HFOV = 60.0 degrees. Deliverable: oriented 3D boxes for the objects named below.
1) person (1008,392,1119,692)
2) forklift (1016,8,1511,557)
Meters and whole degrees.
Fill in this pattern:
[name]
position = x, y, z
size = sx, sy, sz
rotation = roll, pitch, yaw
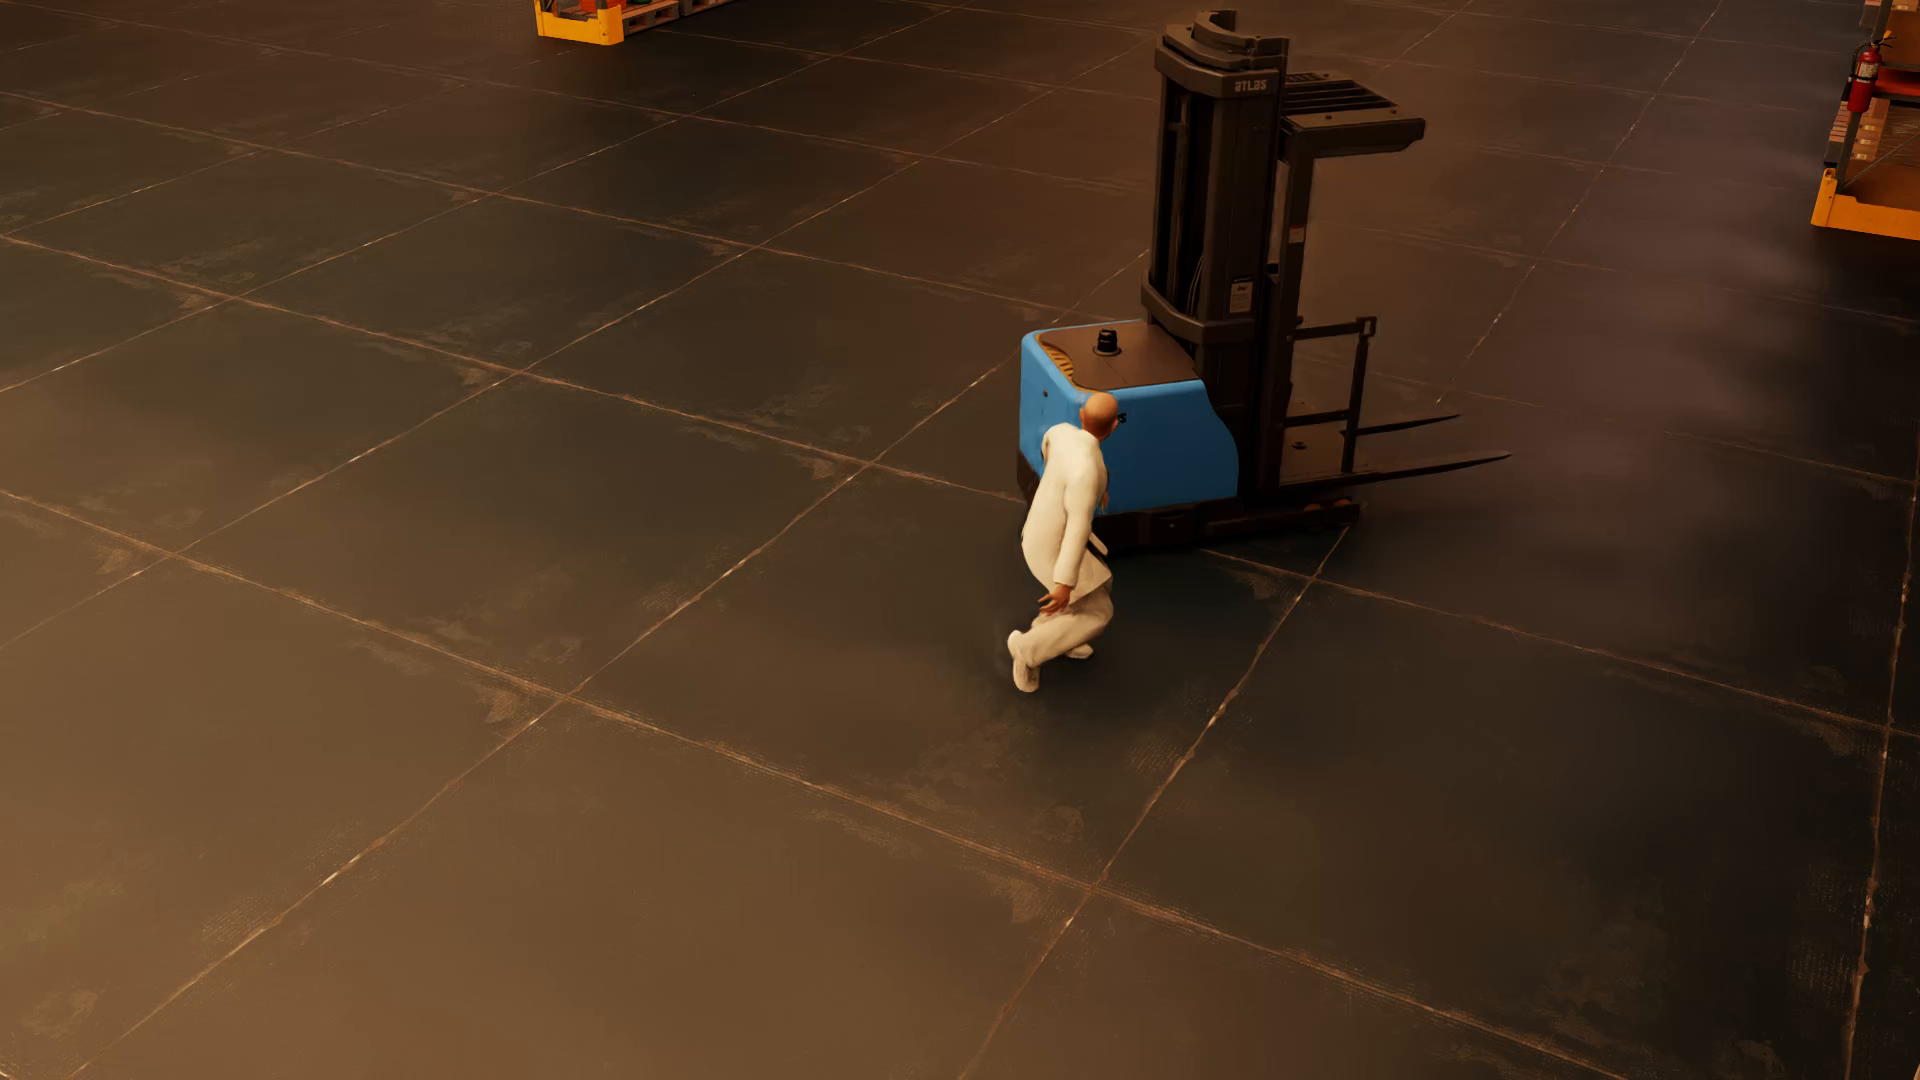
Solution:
[person]
position = 0.520, 0.039, 8.412
size = 0.538, 1.636, 1.027
rotation = 2, 30, 3
[forklift]
position = 1.932, -1.569, 9.789
size = 3.031, 2.935, 1.130
rotation = -8, 31, -14
